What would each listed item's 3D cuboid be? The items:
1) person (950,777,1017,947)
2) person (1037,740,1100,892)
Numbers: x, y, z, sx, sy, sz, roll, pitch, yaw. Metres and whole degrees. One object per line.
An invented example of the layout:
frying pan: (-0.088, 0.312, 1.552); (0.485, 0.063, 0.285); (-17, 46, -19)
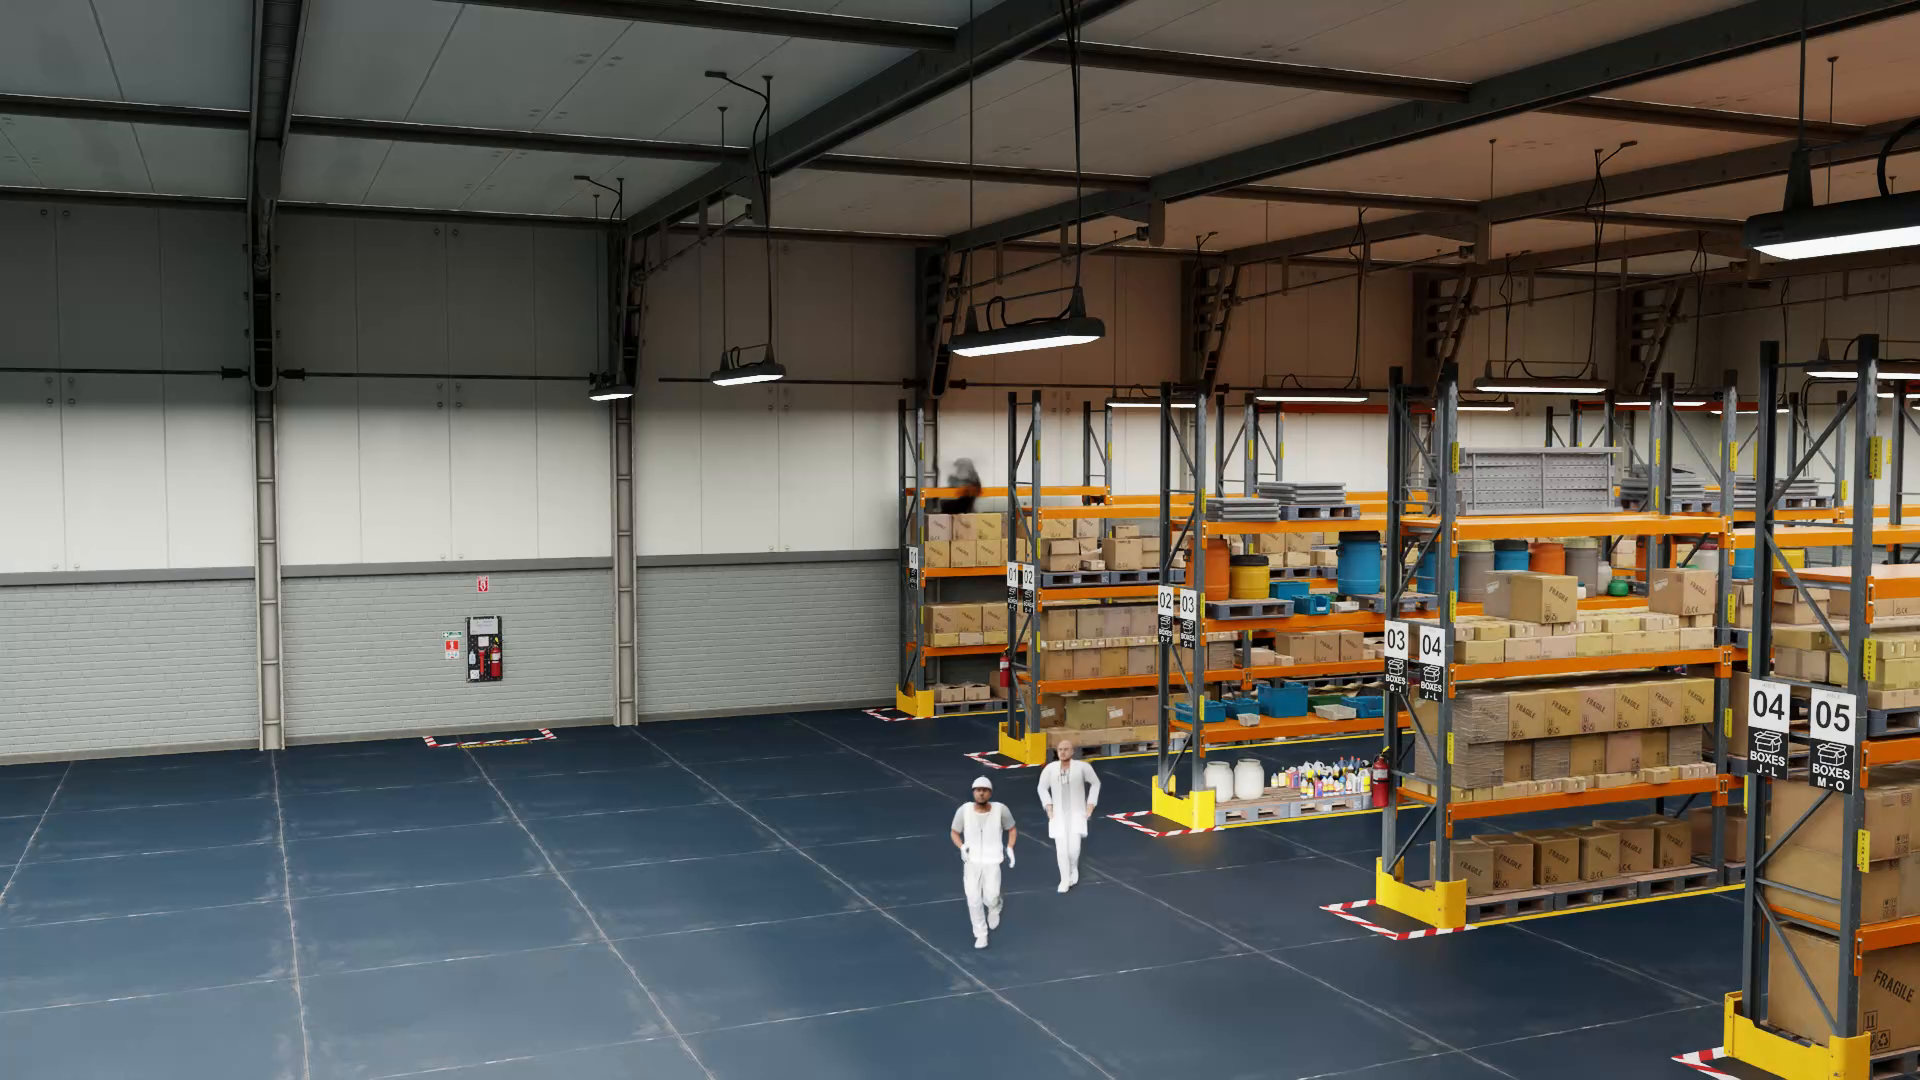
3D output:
person: (0.233, 3.299, 17.084); (0.685, 1.736, 0.597); (0, 3, 5)
person: (1.235, 3.183, 19.151); (0.718, 1.728, 0.568); (1, 3, 12)
